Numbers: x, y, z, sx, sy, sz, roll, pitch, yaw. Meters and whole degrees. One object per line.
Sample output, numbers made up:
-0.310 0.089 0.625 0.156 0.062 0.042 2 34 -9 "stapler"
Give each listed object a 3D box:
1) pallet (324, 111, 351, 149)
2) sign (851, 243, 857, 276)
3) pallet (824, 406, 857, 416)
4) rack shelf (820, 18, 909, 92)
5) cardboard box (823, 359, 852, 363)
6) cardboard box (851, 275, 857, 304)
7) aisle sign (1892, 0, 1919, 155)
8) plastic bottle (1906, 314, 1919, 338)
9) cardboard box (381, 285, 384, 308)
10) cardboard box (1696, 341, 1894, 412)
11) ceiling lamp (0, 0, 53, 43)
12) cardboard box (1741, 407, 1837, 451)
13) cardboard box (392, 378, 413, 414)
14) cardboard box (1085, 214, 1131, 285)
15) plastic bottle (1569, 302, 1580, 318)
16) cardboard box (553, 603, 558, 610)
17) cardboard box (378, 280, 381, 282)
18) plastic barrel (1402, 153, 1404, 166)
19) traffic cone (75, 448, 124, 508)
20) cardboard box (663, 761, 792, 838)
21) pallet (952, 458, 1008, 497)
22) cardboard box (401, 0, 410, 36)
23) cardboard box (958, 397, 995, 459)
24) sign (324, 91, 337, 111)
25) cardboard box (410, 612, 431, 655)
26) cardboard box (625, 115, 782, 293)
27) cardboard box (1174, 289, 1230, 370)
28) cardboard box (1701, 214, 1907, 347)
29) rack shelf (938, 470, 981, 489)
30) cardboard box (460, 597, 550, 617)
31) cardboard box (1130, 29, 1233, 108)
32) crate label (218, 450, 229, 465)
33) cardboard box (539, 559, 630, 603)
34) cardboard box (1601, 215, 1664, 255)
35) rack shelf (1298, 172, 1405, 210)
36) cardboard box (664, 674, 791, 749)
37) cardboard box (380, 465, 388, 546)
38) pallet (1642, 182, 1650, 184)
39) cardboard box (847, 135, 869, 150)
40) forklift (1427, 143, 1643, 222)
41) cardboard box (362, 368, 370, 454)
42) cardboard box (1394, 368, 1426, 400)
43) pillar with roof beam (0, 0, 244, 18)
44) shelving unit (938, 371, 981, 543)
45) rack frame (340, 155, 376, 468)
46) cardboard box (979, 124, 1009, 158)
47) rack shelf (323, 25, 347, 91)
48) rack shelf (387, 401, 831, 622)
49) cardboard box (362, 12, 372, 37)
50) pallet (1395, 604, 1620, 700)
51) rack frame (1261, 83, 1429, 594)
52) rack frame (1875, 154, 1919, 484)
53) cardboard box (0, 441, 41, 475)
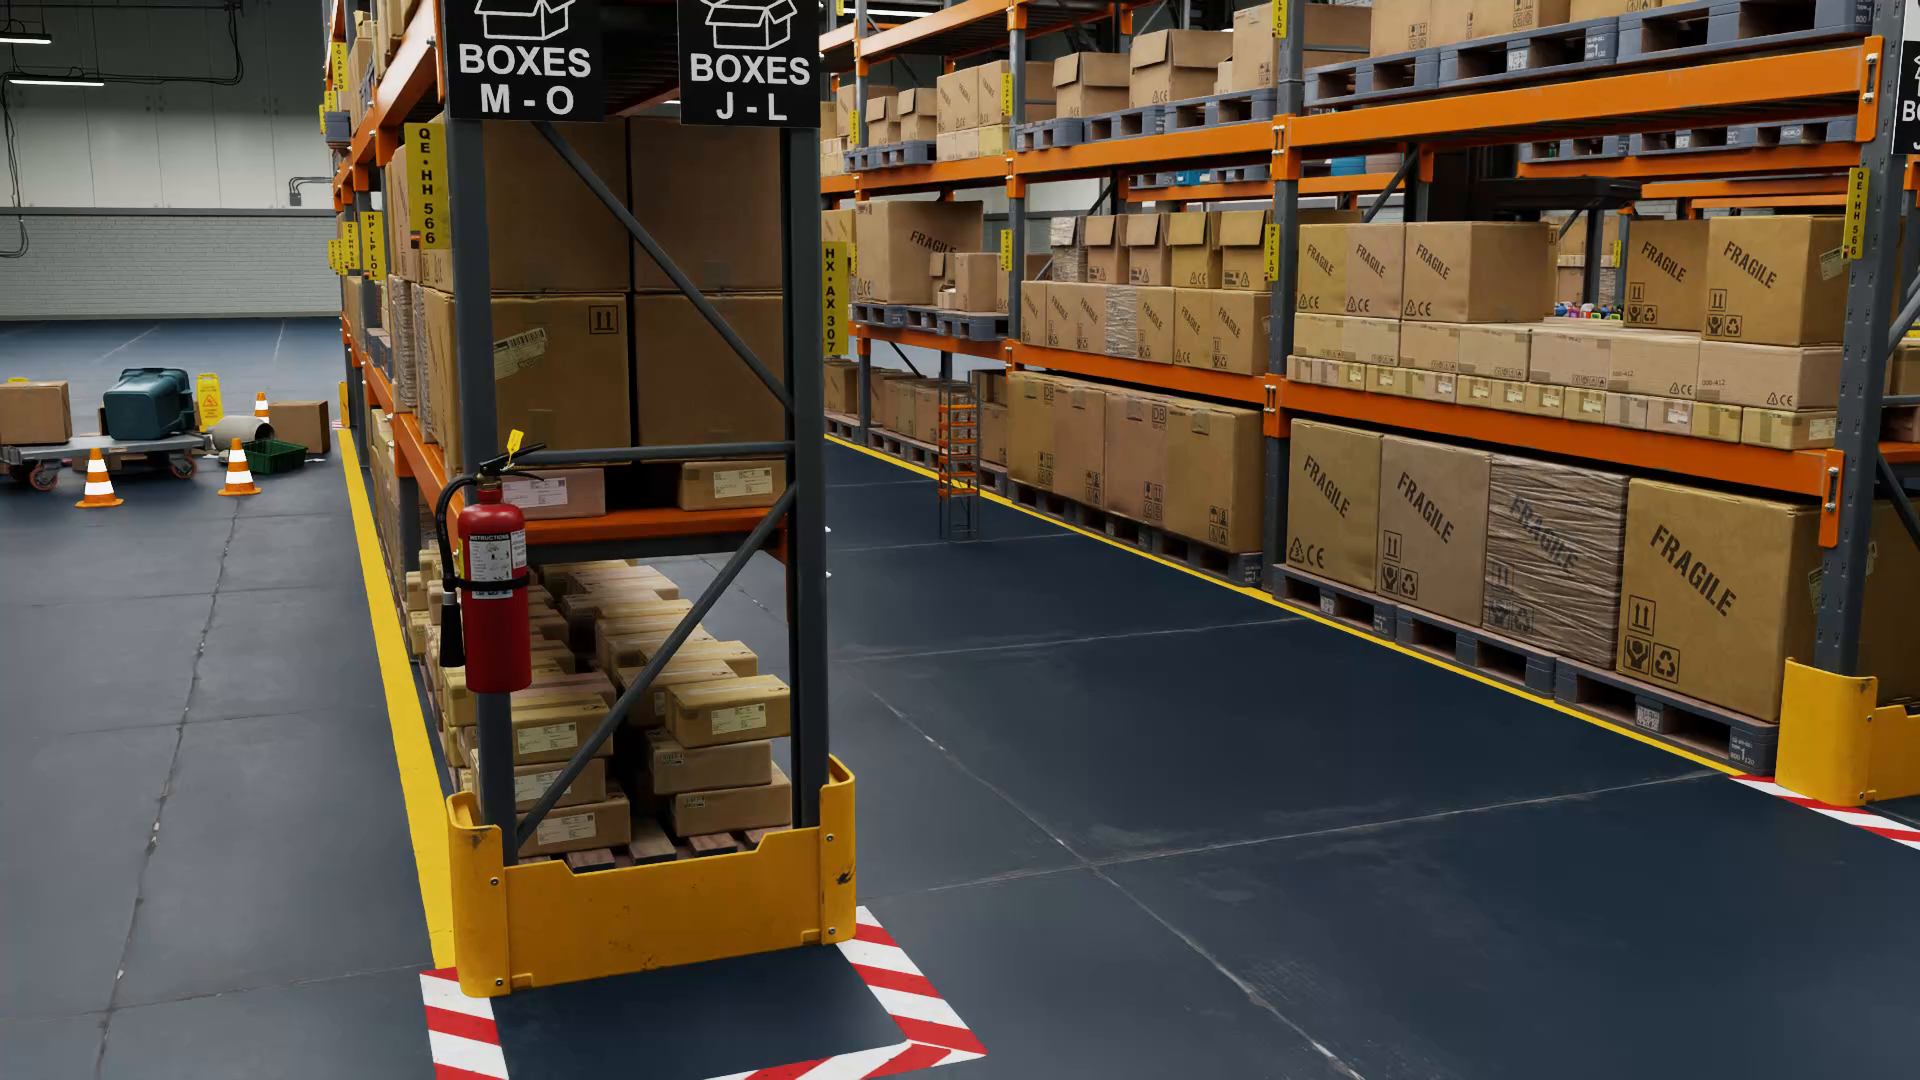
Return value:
-4.060 -3.029 12.357 1.213 0.211 1.003 -3 11 -18 "pallet"
-1.071 -2.885 17.103 0.100 0.325 0.005 -4 11 -21 "sign"
-1.290 -1.429 19.348 1.003 0.211 1.213 -4 11 -21 "pallet"
-1.292 -5.419 18.752 1.077 0.370 4.000 -4 11 -21 "rack shelf"
-1.558 -1.925 20.116 0.500 0.500 0.500 -1 10 -6 "cardboard box"
-0.673 -2.768 17.779 0.875 0.500 0.500 -4 11 -21 "cardboard box"
3.527 -1.785 5.967 0.394 0.787 0.004 -4 11 -21 "aisle sign"
7.108 -1.563 12.285 0.144 0.351 0.185 -4 11 -21 "plastic bottle"
-3.790 -1.681 11.476 0.380 0.149 0.250 -3 11 -18 "cardboard box"
3.358 -0.671 6.705 0.500 0.250 0.500 -4 11 -22 "cardboard box"
-18.209 -10.940 31.060 2.000 3.185 0.800 -4 11 -21 "ceiling lamp"
3.345 -0.449 6.599 0.380 0.149 0.250 -4 11 -20 "cardboard box"
-2.531 -0.700 8.006 0.380 0.149 0.250 -3 11 -19 "cardboard box"
1.365 -2.158 12.336 0.797 0.503 0.637 -4 11 -20 "cardboard box"
5.430 -1.951 14.656 0.061 0.283 0.133 -4 11 -21 "plastic bottle"
-1.695 0.324 7.624 0.380 0.149 0.250 -4 11 -20 "cardboard box"
-4.116 -2.241 12.814 0.700 0.500 0.500 -4 11 -22 "cardboard box"
4.909 -4.250 17.250 0.600 0.901 0.708 -4 11 -21 "plastic barrel"
-7.013 -0.519 13.518 0.336 0.463 0.334 -4 11 -21 "traffic cone"
-0.770 0.853 5.499 0.380 0.149 0.250 -4 11 -20 "cardboard box"
0.600 -0.596 14.670 1.003 0.211 1.213 -4 11 -21 "pallet"
-1.649 -1.863 5.690 0.500 0.250 0.500 -3 11 -18 "cardboard box"
0.407 -1.025 15.001 0.700 0.500 0.500 -5 11 -26 "cardboard box"
-5.744 -3.931 15.188 0.100 0.325 0.005 -4 11 -21 "sign"
-2.399 0.430 7.881 0.380 0.149 0.250 -4 11 -19 "cardboard box"
-0.794 -1.016 5.075 0.500 0.500 0.500 -4 11 -21 "cardboard box"
1.734 -1.378 10.818 0.500 0.500 0.500 -4 11 -19 "cardboard box"
3.359 -1.041 6.642 0.500 0.500 0.500 -4 11 -20 "cardboard box"
-0.005 -0.431 11.857 0.258 0.103 0.180 -4 11 -21 "rack shelf"
-1.854 0.340 6.689 0.380 0.149 0.250 -4 11 -21 "cardboard box"
1.642 -3.244 11.533 0.797 0.503 0.637 -4 11 -22 "cardboard box"
-6.963 -0.794 15.995 0.250 0.136 0.298 5 11 28 "crate label"
-1.709 0.182 7.576 0.380 0.149 0.250 -4 11 -19 "cardboard box"
8.500 -3.883 21.193 0.700 0.500 0.500 -4 11 -21 "cardboard box"
4.773 -3.605 17.111 1.077 0.370 4.000 -4 11 -21 "rack shelf"
-0.752 0.559 5.453 0.380 0.149 0.250 -4 11 -23 "cardboard box"
-3.383 -0.222 10.544 0.500 0.500 0.500 -4 11 -22 "cardboard box"
8.333 -4.693 21.428 1.003 0.211 1.213 -4 11 -21 "pallet"
-0.955 -4.129 17.290 0.380 0.149 0.250 -4 11 -19 "cardboard box"
3.852 -1.329 11.023 3.031 2.935 1.130 7 12 34 "forklift"
-4.918 -1.200 15.325 1.050 0.750 0.750 -4 11 -21 "cardboard box"
2.510 -0.825 8.712 0.380 0.149 0.250 -4 11 -22 "cardboard box"
-23.325 -10.156 43.318 9.100 9.000 0.548 -4 11 -21 "pillar with roof beam"
-0.005 -0.593 11.828 0.258 1.200 0.189 -4 11 -21 "shelving unit"
-5.227 -2.196 15.702 1.000 3.000 0.127 -4 11 -21 "rack frame"
0.481 -3.307 13.808 0.500 0.250 0.500 -4 11 -21 "cardboard box"
-5.952 -4.925 17.110 1.077 0.370 4.000 -4 11 -21 "rack shelf"
-1.603 -0.210 6.589 1.077 0.370 4.000 -4 11 -21 "rack shelf"
-3.572 -3.239 10.531 0.396 0.266 0.258 -4 11 -21 "cardboard box"
2.980 0.513 8.435 1.003 0.211 1.213 -4 11 -21 "pallet"
2.331 -1.189 10.038 1.000 3.000 0.127 -4 11 -21 "rack frame"
6.948 -1.503 11.805 1.000 3.000 0.127 -4 11 -21 "rack frame"
-8.924 -0.897 15.531 0.500 0.500 0.500 3 11 18 "cardboard box"
